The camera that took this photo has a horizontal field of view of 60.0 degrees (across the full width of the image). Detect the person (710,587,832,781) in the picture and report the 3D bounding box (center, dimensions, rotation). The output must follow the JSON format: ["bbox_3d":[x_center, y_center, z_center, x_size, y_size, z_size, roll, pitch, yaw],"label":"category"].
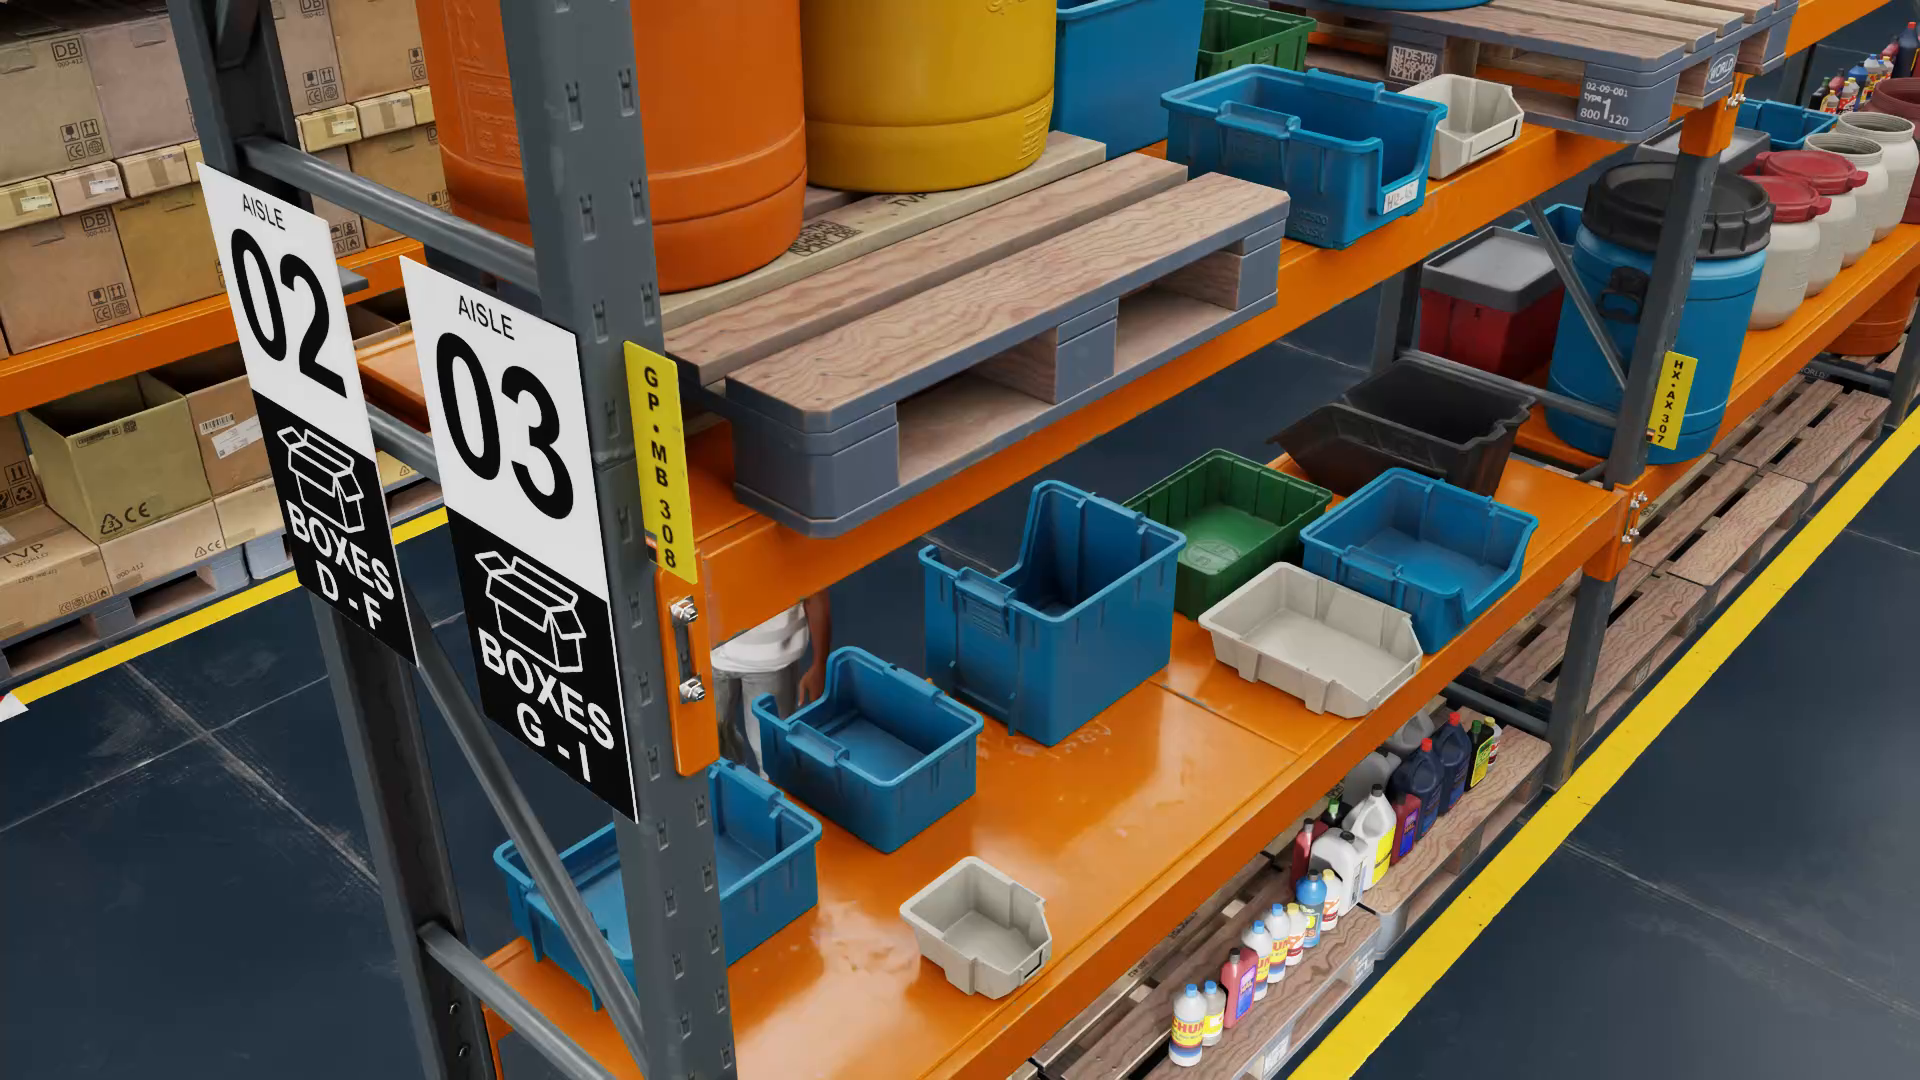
[{"bbox_3d":[-0.706,0.390,5.505,0.588,1.810,0.493,12,33,20],"label":"person"}]
